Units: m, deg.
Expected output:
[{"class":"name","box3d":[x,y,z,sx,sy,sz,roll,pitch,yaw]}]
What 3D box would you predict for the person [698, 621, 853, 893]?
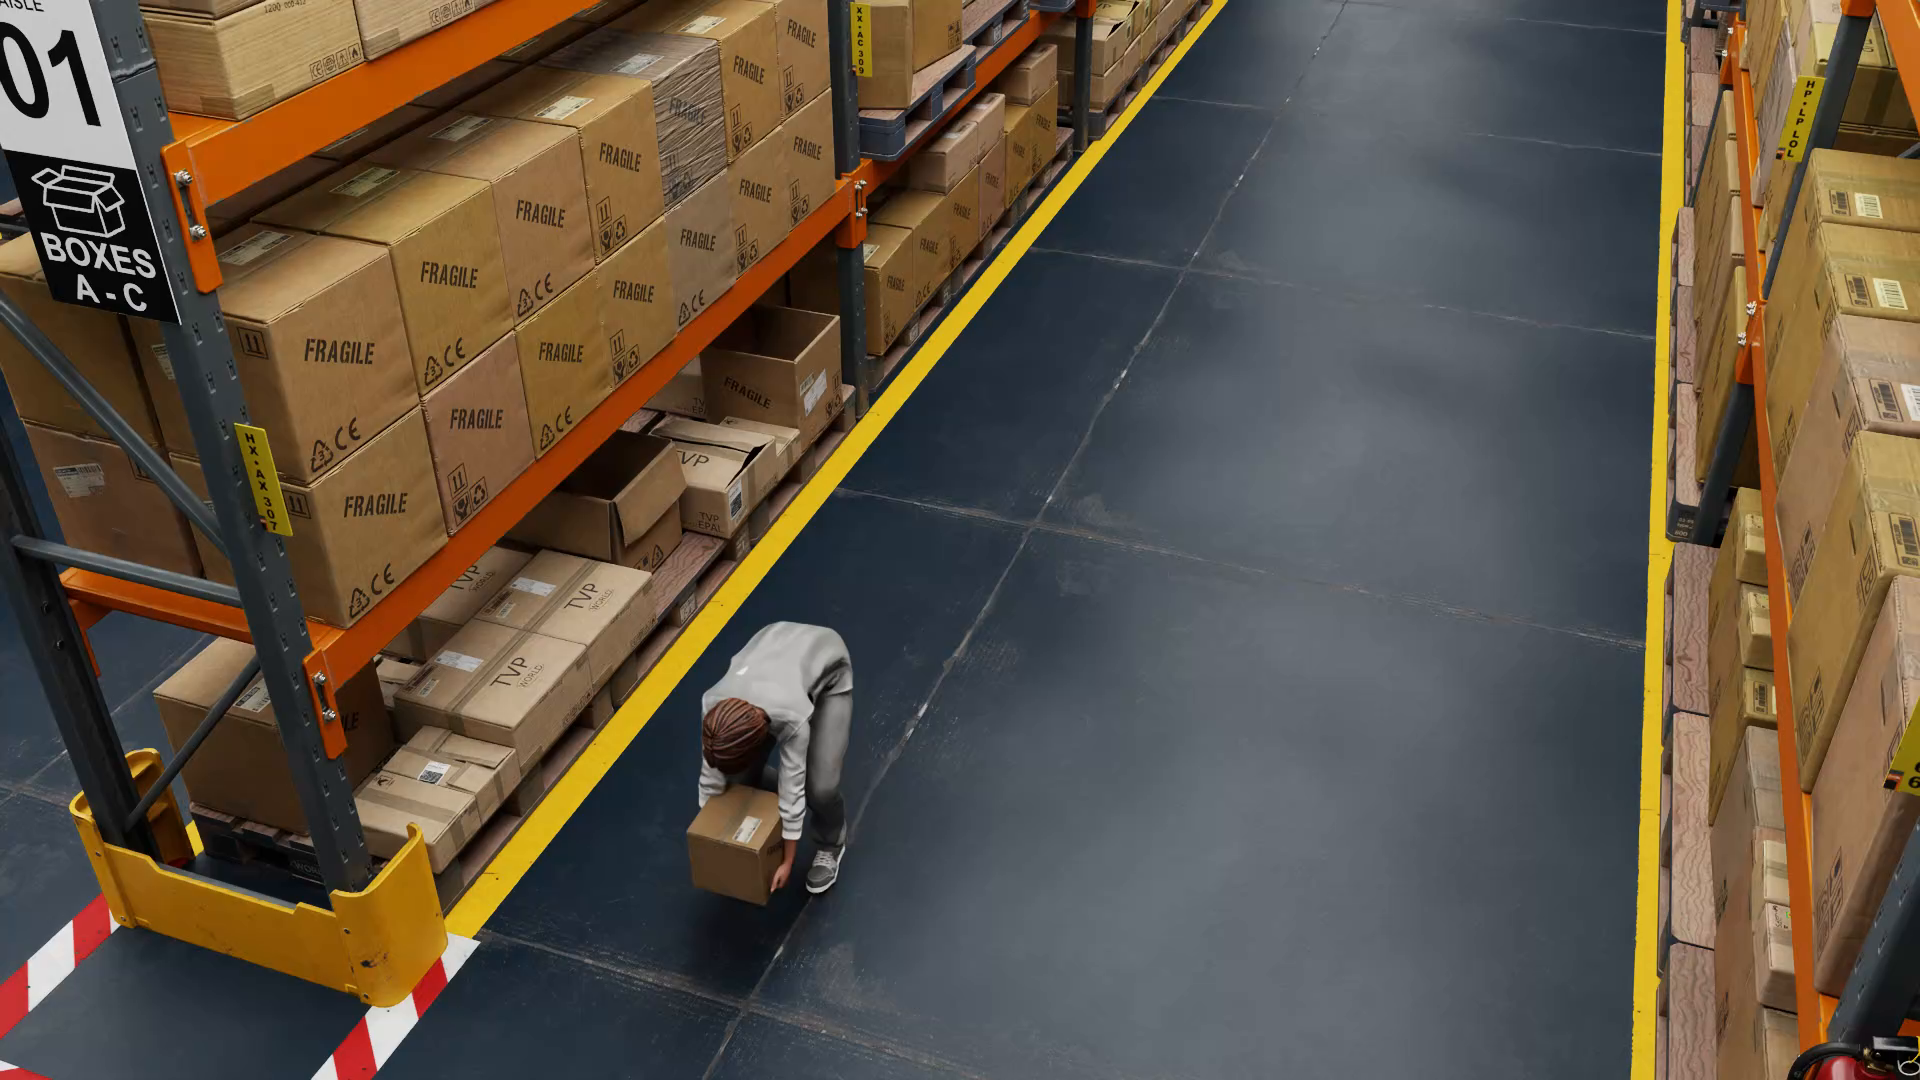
[{"class":"person","box3d":[-0.608,0.772,5.479,0.405,1.060,0.852,10,35,14]}]
